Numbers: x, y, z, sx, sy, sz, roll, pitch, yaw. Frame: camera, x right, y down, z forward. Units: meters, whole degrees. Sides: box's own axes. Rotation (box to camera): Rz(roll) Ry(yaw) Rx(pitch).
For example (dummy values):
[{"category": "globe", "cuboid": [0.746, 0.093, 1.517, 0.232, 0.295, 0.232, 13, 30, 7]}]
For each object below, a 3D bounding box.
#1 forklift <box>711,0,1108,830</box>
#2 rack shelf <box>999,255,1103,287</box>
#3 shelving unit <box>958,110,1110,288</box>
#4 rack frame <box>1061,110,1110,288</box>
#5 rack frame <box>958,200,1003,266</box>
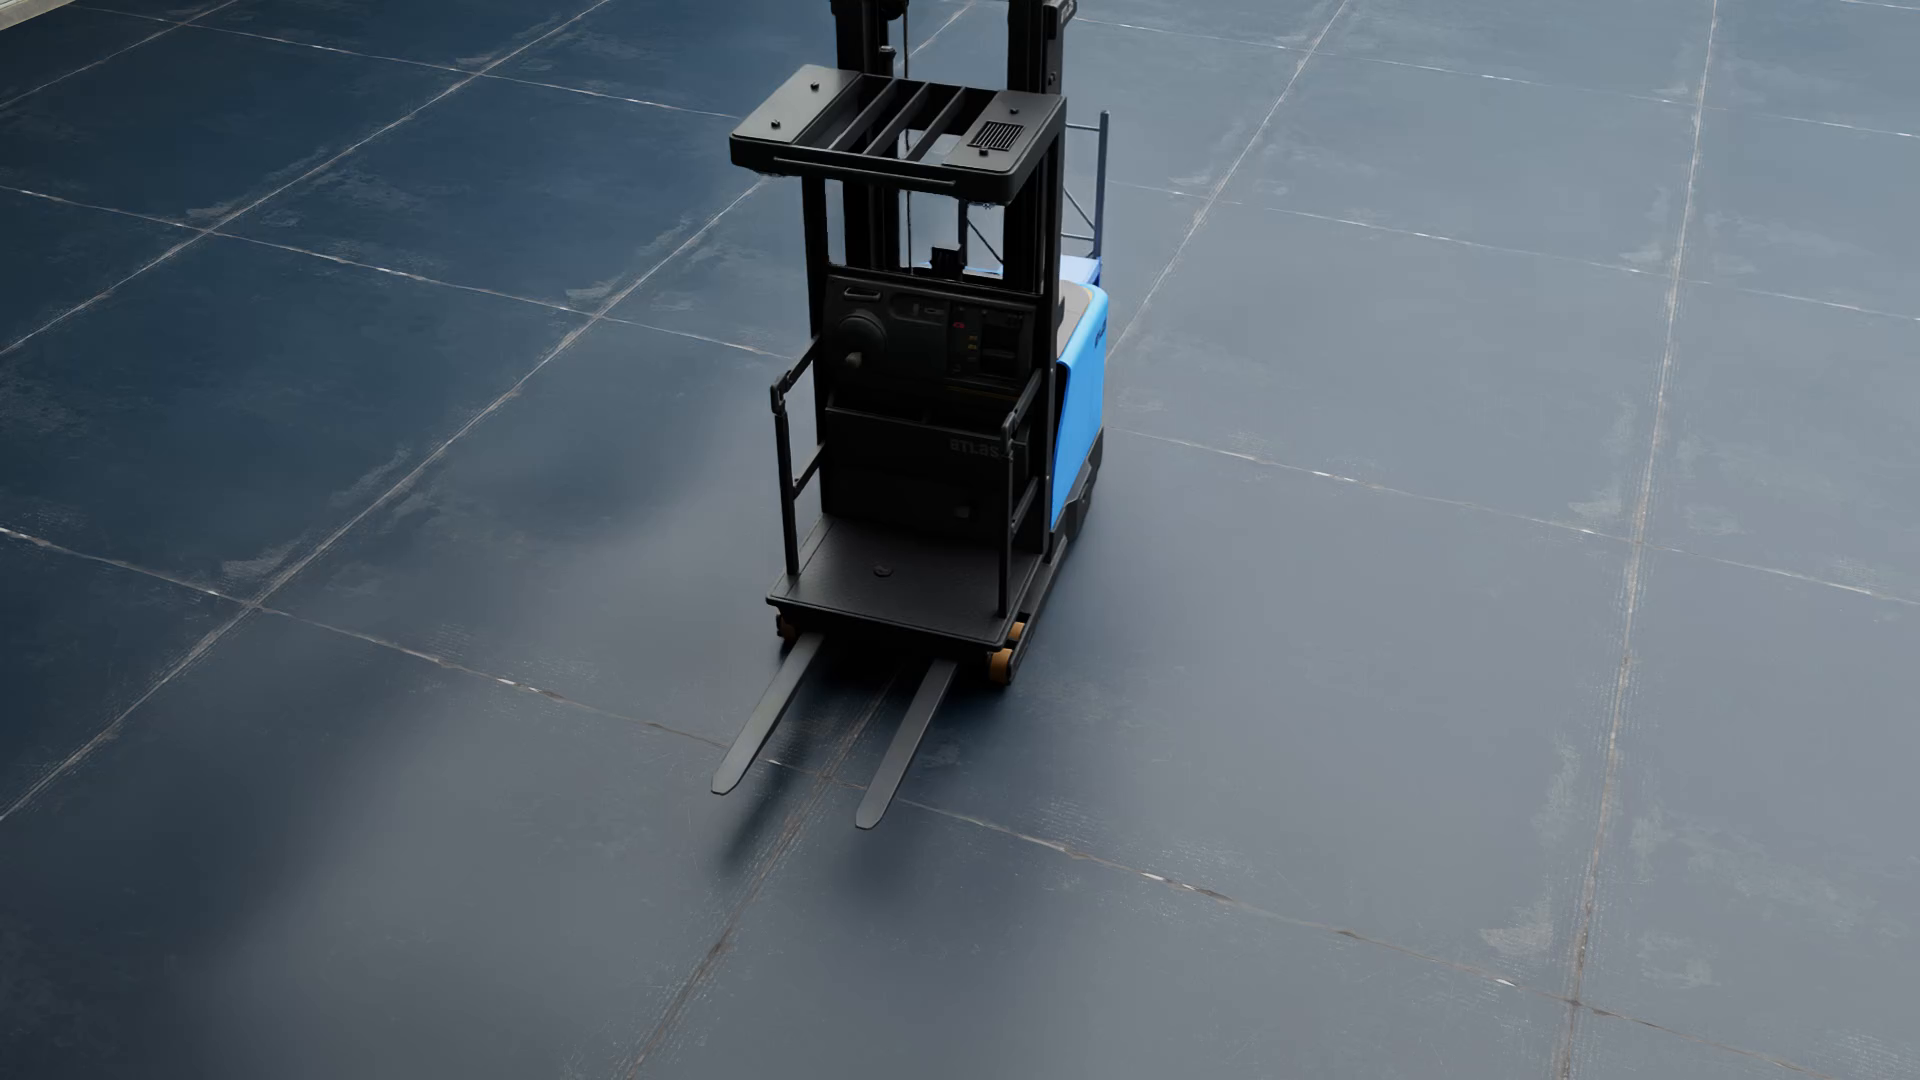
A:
[{"category": "forklift", "cuboid": [-0.199, -0.805, 6.879, 1.130, 2.935, 3.031, 11, 38, 14]}, {"category": "rack shelf", "cuboid": [0.391, -1.266, 8.991, 0.538, 0.185, 1.000, 11, 38, 14]}, {"category": "shelving unit", "cuboid": [0.391, -1.410, 8.884, 0.538, 1.500, 1.048, 11, 38, 14]}, {"category": "rack frame", "cuboid": [0.547, -1.700, 9.271, 0.500, 1.500, 0.032, 11, 38, 14]}, {"category": "rack frame", "cuboid": [0.235, -1.120, 8.496, 0.500, 1.500, 0.032, 11, 38, 14]}]
